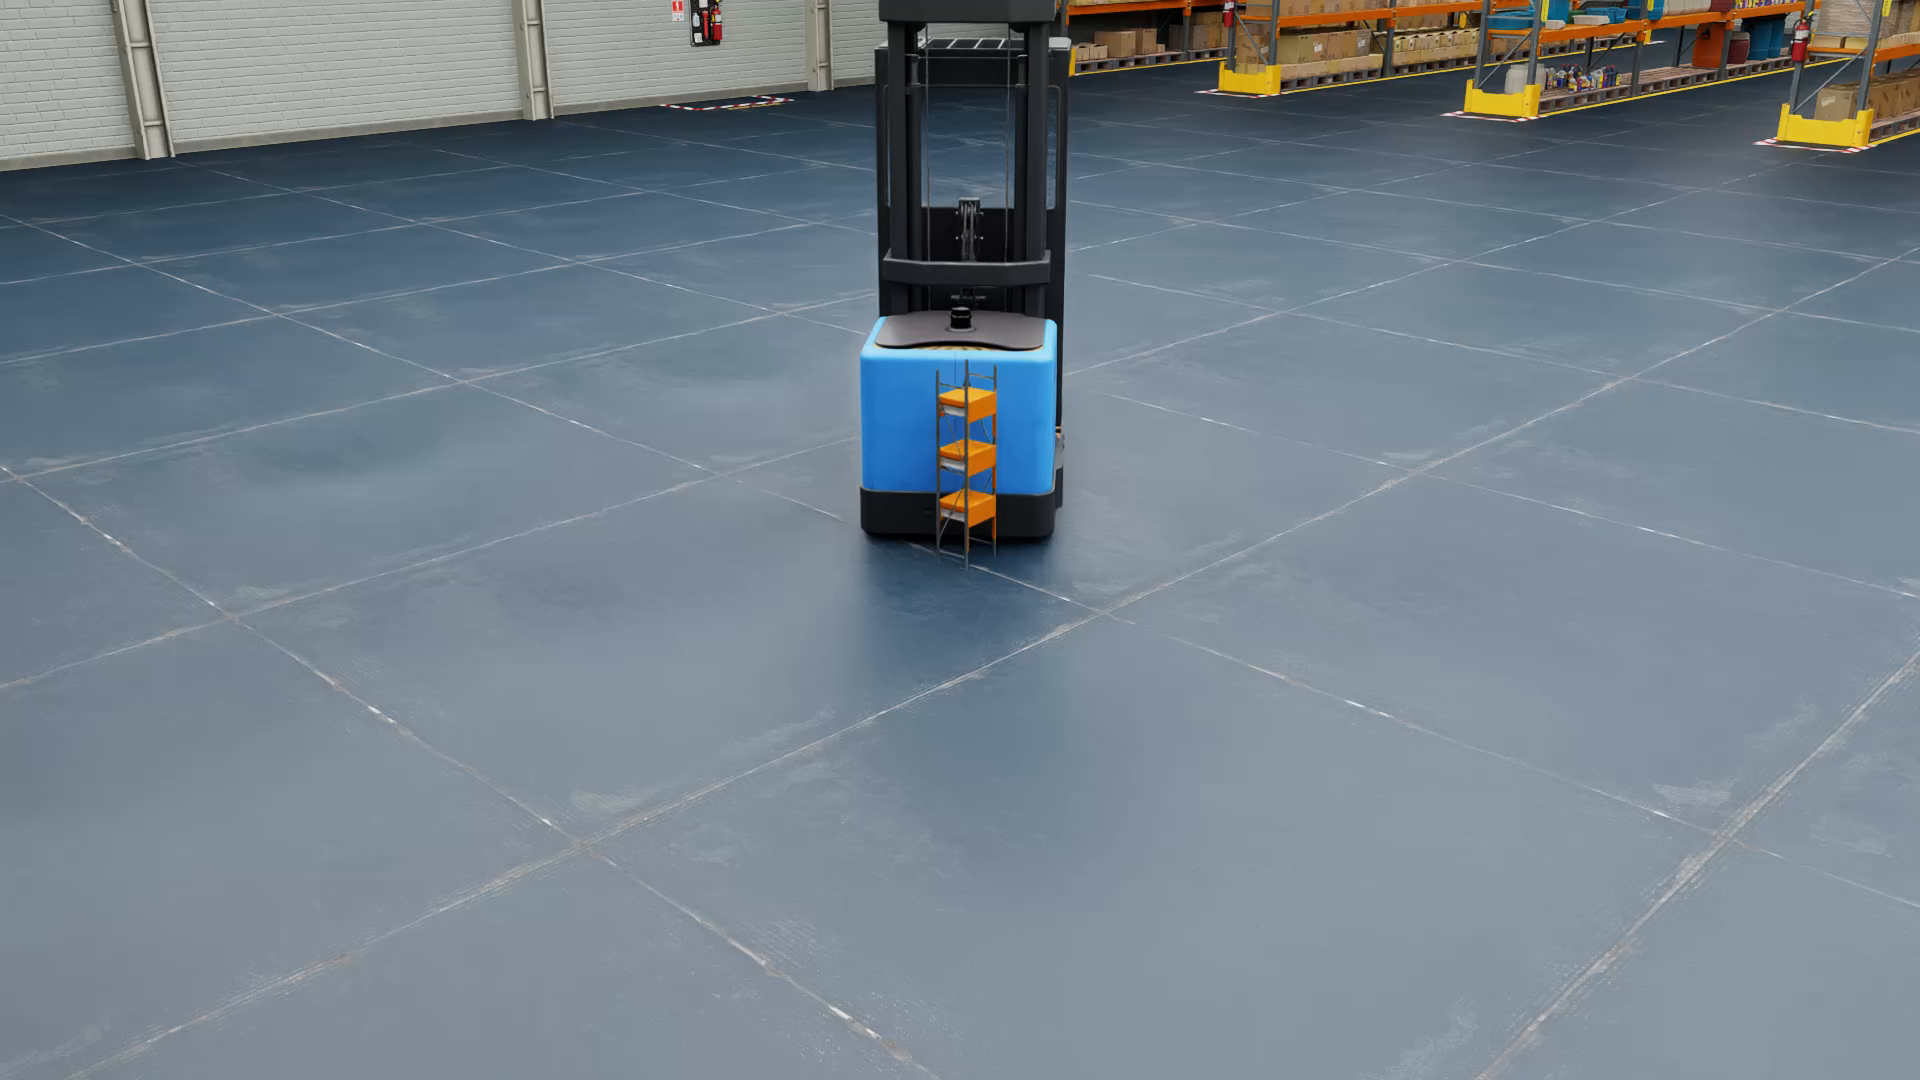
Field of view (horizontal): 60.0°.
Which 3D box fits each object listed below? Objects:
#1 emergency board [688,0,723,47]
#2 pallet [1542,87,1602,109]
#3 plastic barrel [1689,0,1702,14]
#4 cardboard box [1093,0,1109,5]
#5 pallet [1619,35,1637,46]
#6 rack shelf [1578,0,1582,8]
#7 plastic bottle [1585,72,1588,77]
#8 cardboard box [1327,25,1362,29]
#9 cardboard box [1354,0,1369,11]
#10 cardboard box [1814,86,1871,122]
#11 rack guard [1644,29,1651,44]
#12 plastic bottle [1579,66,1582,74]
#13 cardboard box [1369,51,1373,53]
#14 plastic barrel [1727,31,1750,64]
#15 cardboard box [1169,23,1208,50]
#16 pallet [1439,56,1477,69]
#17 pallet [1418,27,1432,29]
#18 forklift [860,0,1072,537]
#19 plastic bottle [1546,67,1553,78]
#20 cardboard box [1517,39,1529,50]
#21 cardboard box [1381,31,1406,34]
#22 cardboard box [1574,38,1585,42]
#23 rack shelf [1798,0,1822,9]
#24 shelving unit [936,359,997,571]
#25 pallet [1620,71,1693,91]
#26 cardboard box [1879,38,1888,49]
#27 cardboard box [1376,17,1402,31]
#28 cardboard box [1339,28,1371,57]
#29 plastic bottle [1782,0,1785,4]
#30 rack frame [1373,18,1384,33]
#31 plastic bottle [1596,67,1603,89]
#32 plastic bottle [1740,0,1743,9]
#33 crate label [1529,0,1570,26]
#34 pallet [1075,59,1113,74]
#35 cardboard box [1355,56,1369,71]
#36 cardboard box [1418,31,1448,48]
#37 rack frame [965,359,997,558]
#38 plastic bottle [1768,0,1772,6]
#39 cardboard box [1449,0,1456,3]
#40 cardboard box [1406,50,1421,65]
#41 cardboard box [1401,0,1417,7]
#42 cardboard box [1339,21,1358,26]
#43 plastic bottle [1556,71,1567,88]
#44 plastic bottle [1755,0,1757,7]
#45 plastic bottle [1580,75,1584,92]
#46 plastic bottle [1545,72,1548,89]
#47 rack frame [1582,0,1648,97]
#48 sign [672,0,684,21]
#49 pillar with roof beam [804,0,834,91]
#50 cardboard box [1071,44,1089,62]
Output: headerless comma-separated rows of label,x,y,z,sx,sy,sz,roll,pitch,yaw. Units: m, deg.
emergency board,-4.325,-9.073,28.500,0.194,1.169,0.643,19,28,41
pallet,10.282,-7.615,28.592,1.003,0.211,1.213,19,28,41
plastic barrel,13.564,-10.048,30.880,0.421,0.512,0.421,0,21,0
cardboard box,2.663,-10.967,33.609,0.500,0.250,0.500,18,28,39
pallet,15.848,-12.193,40.503,1.003,0.211,1.213,19,28,41
rack shelf,15.062,-12.869,39.378,1.077,0.370,4.000,19,28,41
plastic bottle,10.837,-7.947,28.742,0.061,0.283,0.133,19,28,41
cardboard box,7.538,-9.856,32.739,0.500,0.500,0.500,19,28,41
cardboard box,7.417,-10.428,31.886,0.700,0.500,0.500,19,28,40
cardboard box,12.838,-6.311,24.213,0.500,0.500,0.500,-14,25,-32
rack guard,16.404,-12.533,40.984,1.175,0.500,0.348,19,28,41
plastic bottle,11.095,-8.353,29.816,0.097,0.271,0.097,0,21,0
cardboard box,8.167,-9.726,33.445,0.500,0.250,0.500,19,28,40
plastic barrel,15.539,-9.913,33.459,0.600,0.588,0.708,19,28,41
cardboard box,5.035,-11.105,36.657,0.500,0.500,0.700,-19,28,-40
pallet,10.274,-10.159,35.212,1.003,0.211,1.213,19,28,41
pallet,11.552,-13.119,42.913,1.003,0.211,1.213,19,28,41
forklift,0.086,-1.868,9.850,1.130,2.935,3.031,2,21,4
plastic bottle,10.213,-8.053,28.925,0.185,0.351,0.144,-19,28,-40
cardboard box,12.113,-11.010,36.410,0.500,0.500,0.500,19,28,40
cardboard box,8.871,-10.248,34.021,0.500,0.311,0.500,19,28,40
cardboard box,14.114,-11.695,38.455,0.500,0.311,0.500,19,28,41
rack shelf,18.608,-11.628,36.150,1.077,0.370,4.000,19,28,41
shelving unit,0.033,-0.384,8.611,0.215,1.050,0.252,15,26,34
pallet,13.003,-8.619,31.204,1.003,0.211,1.213,19,28,41
cardboard box,12.948,-7.082,23.668,0.380,0.149,0.250,19,28,41
cardboard box,10.710,-13.125,41.941,0.700,0.500,0.500,20,29,41
cardboard box,7.561,-9.597,32.066,0.500,0.500,0.500,19,28,41
plastic bottle,16.677,-11.061,33.741,0.144,0.351,0.185,19,28,41
rack frame,10.114,-13.930,41.135,1.000,3.000,0.127,19,28,41
plastic bottle,11.030,-7.993,28.767,0.144,0.351,0.185,19,28,40
plastic bottle,15.124,-10.407,32.248,0.097,0.201,0.097,0,21,0
crate label,9.932,-8.923,28.059,0.502,0.435,0.616,19,28,41
pallet,2.388,-9.763,34.181,1.003,0.211,1.213,19,28,41
cardboard box,7.563,-9.247,32.199,0.500,0.250,0.500,19,28,41
cardboard box,9.624,-10.248,34.022,0.500,0.311,0.500,-19,28,-41
rack frame,0.107,-0.419,8.702,0.200,1.050,0.008,15,26,34
plastic bottle,16.178,-10.825,33.219,0.061,0.283,0.133,19,28,41
cardboard box,10.027,-11.203,34.392,0.250,0.149,0.380,-18,27,-38
cardboard box,8.902,-9.720,33.429,0.500,0.250,0.500,-19,28,-41
cardboard box,8.850,-10.694,33.066,0.380,0.149,0.250,19,28,41
cardboard box,9.136,-12.693,40.329,0.750,0.750,0.750,-19,28,-40
plastic bottle,10.467,-8.036,28.983,0.152,0.276,0.135,19,28,41
plastic bottle,15.633,-10.628,32.723,0.097,0.271,0.097,0,21,0
plastic bottle,10.569,-7.773,28.308,0.097,0.271,0.097,0,21,0
plastic bottle,10.081,-7.916,28.662,0.061,0.283,0.133,19,28,41
rack frame,11.632,-9.394,29.333,1.000,3.000,0.127,19,28,41
sign,-4.785,-8.974,28.191,0.001,0.329,0.234,19,28,41
pillar with roof beam,0.511,-11.422,26.249,9.100,9.000,0.400,19,28,41
cardboard box,2.290,-9.951,33.917,0.500,0.311,0.500,15,26,35
